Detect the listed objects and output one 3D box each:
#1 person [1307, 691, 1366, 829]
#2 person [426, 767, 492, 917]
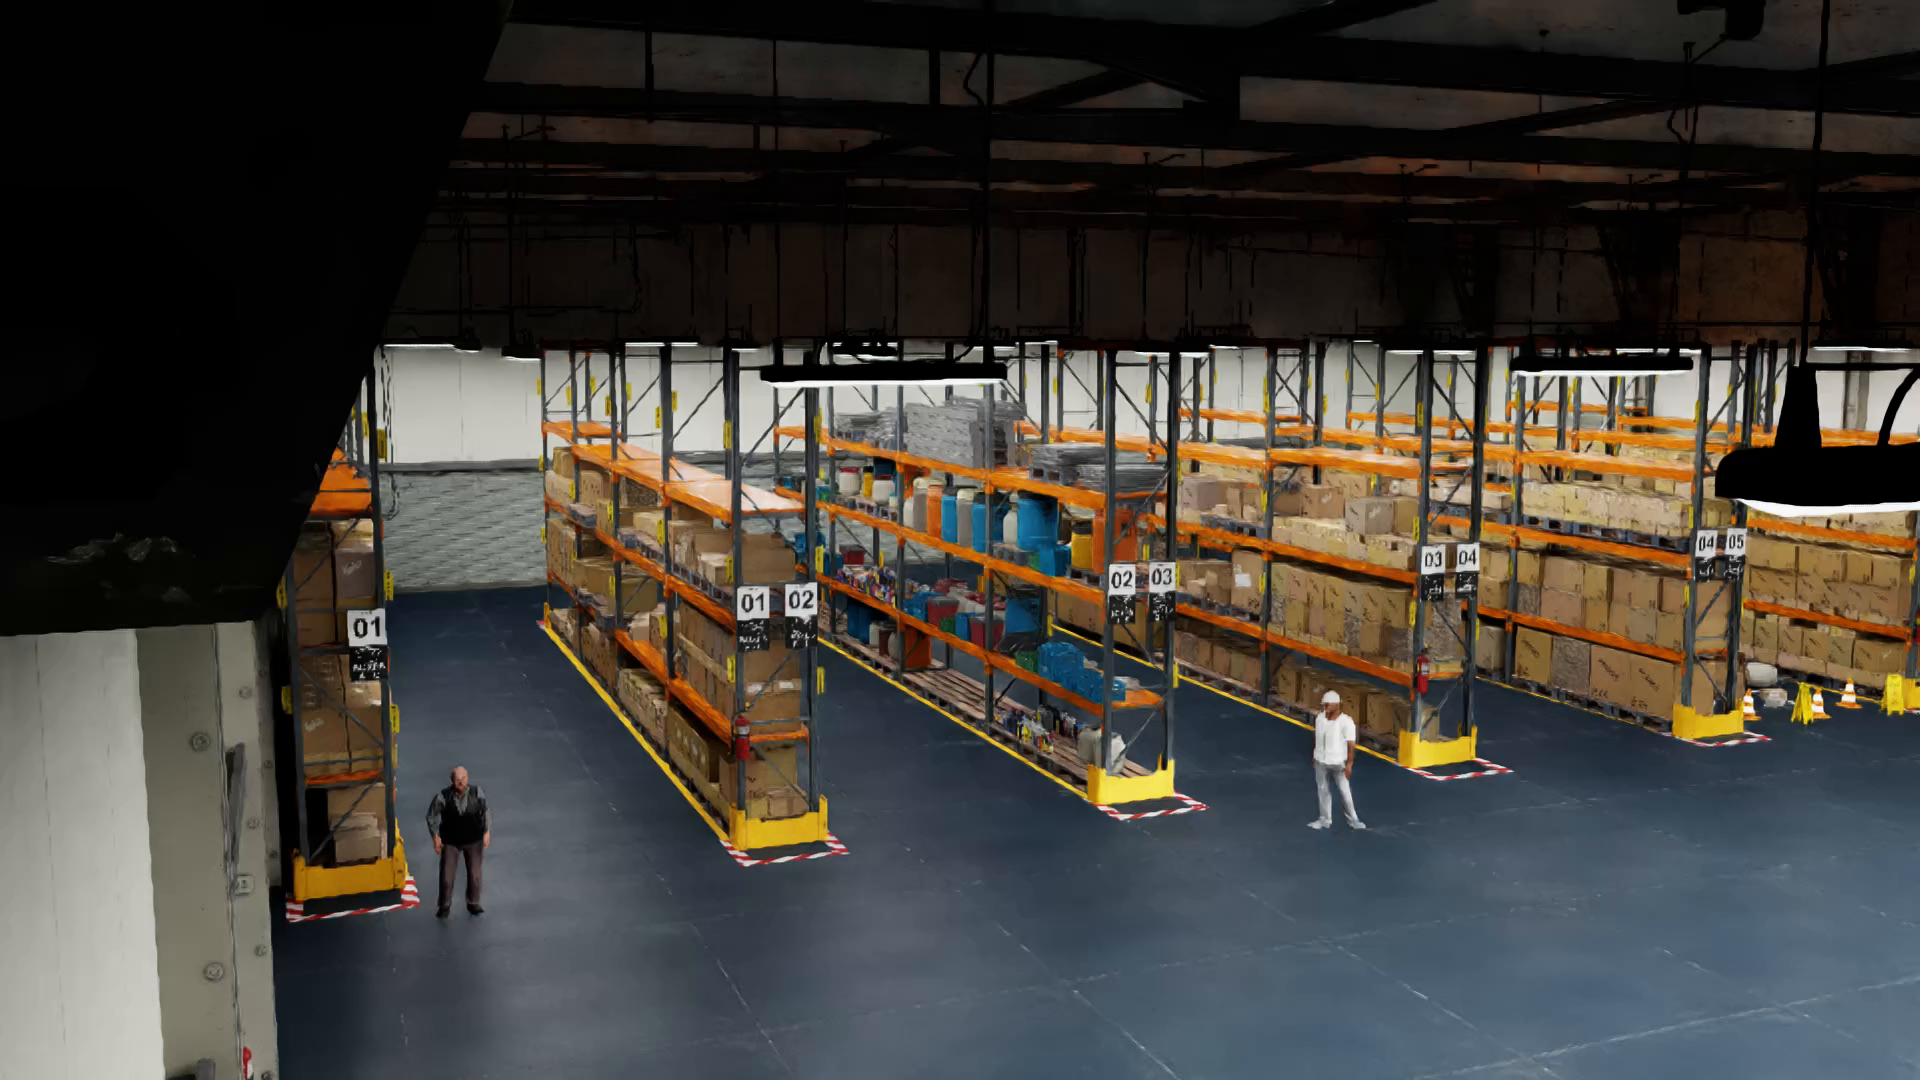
[{"bbox_3d":[4.732,2.762,20.865,0.747,1.764,0.475,6,10,39],"label":"person"},{"bbox_3d":[-5.337,3.210,17.764,0.677,1.673,0.530,-3,8,-23],"label":"person"}]
